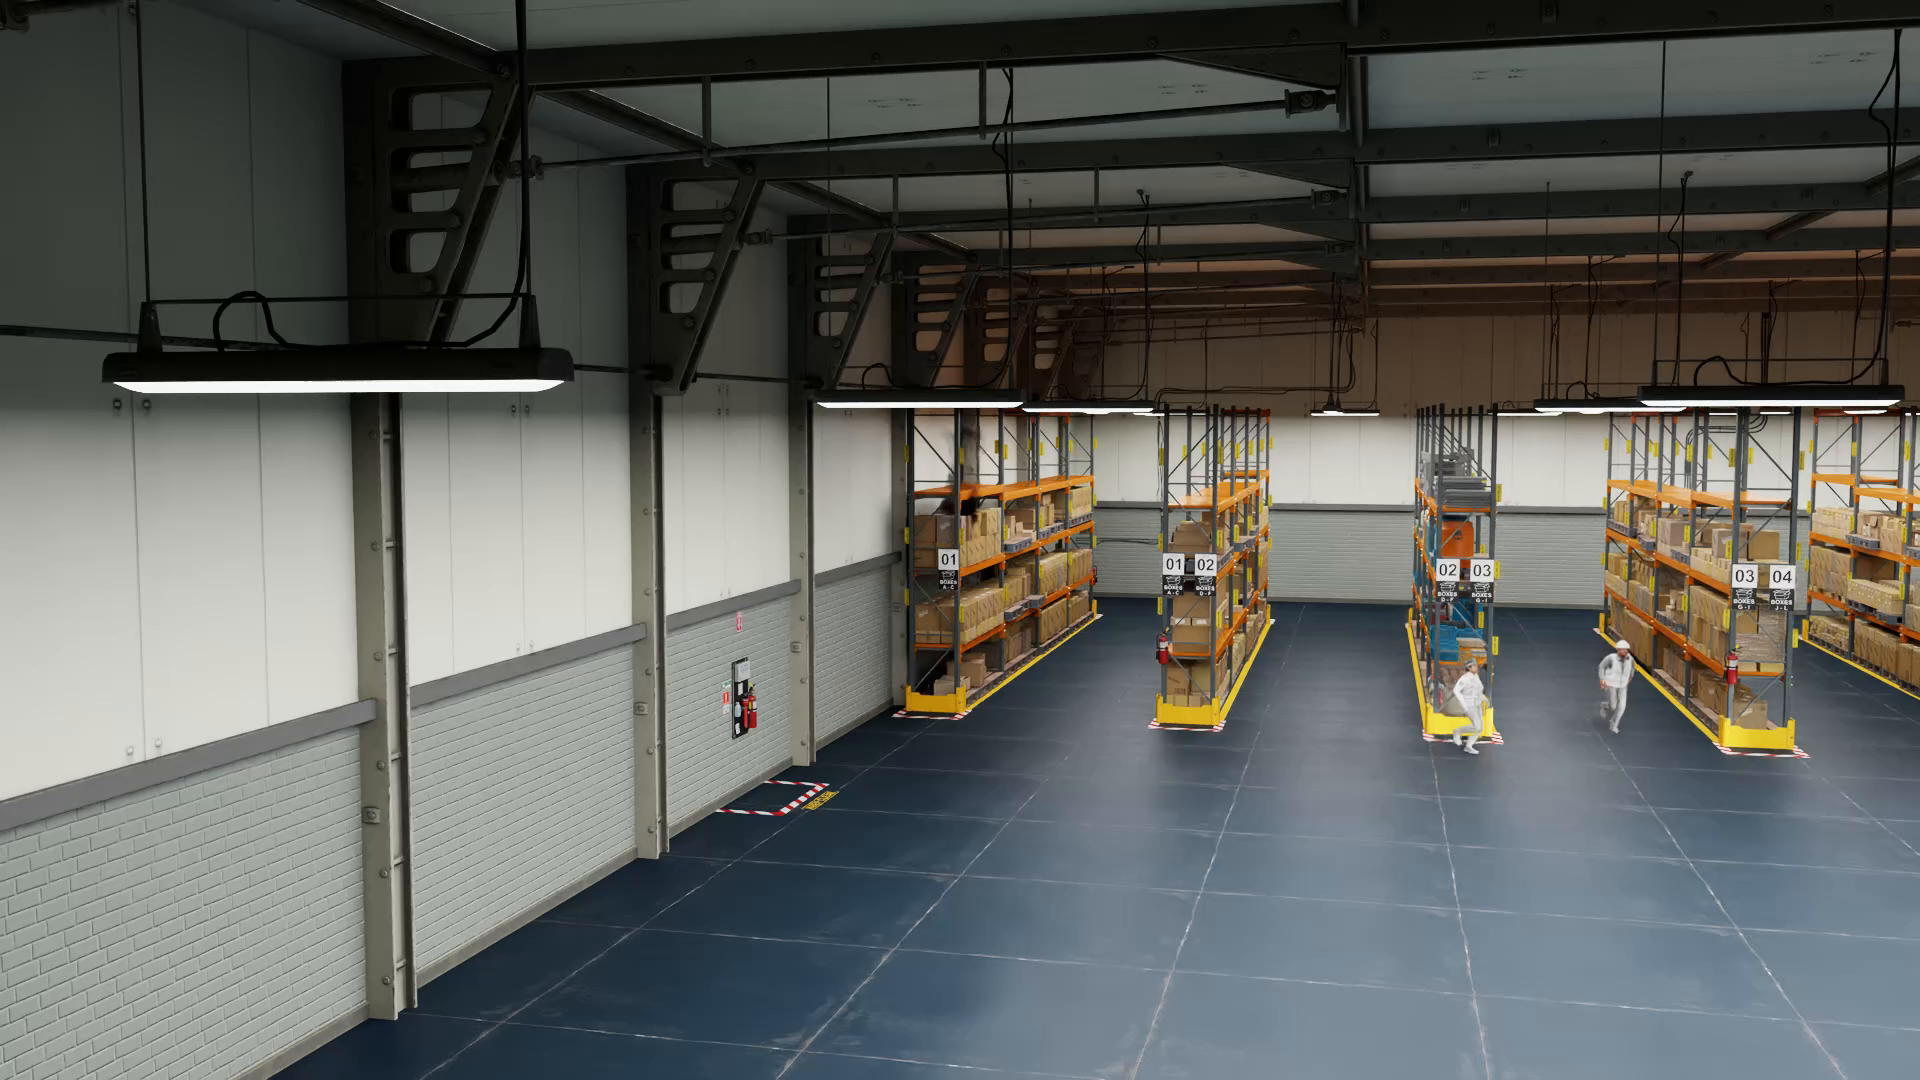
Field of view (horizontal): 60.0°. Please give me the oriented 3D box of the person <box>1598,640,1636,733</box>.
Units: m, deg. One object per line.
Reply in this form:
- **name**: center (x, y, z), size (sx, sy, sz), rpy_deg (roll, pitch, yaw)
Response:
- **person**: center (12.053, 2.668, 30.573), size (0.656, 1.719, 0.844), rpy_deg (-1, 4, -7)

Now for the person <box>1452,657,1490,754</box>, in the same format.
- **person**: center (8.771, 2.832, 28.512), size (0.629, 1.652, 0.555), rpy_deg (-4, 6, -41)
